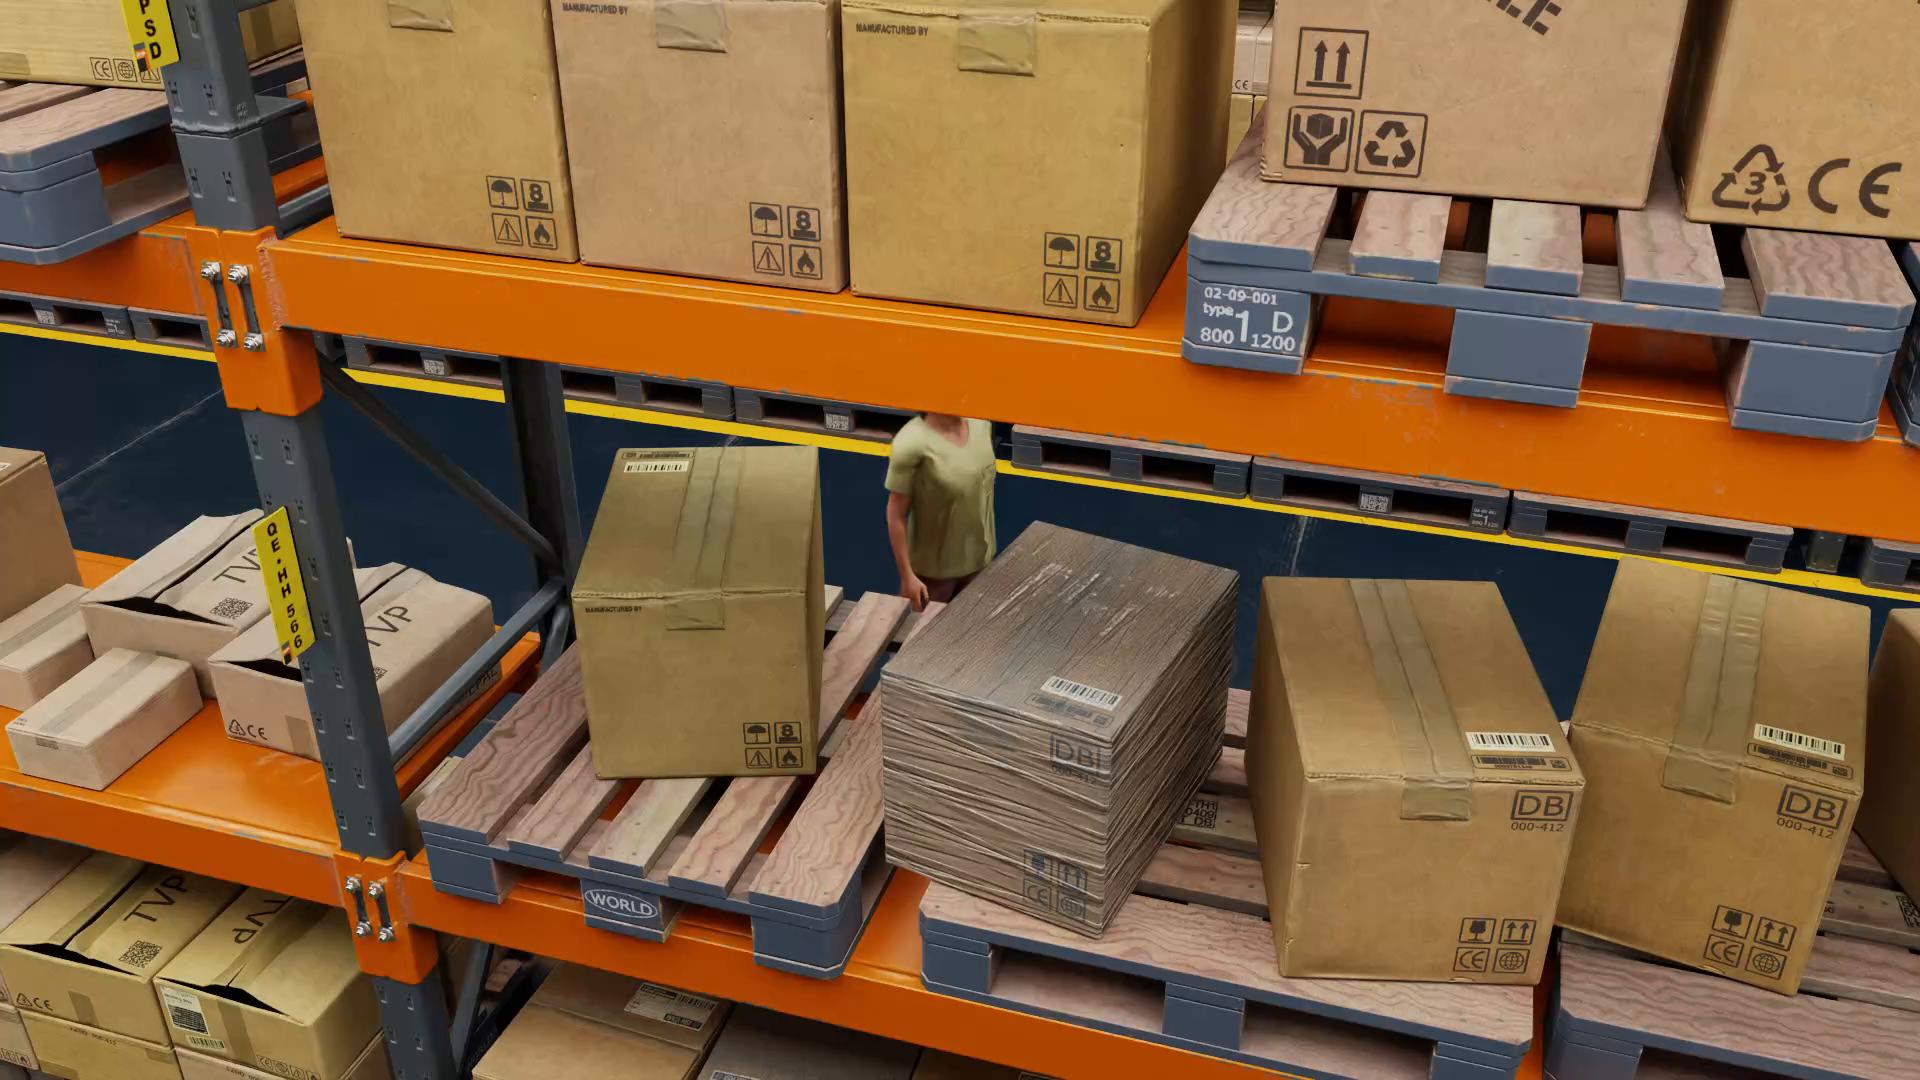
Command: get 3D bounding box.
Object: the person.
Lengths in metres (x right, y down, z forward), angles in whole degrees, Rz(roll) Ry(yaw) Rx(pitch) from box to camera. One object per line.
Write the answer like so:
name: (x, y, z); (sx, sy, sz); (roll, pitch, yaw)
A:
person: (-0.130, 0.089, 5.955); (0.614, 1.650, 0.389); (-20, 35, -31)
